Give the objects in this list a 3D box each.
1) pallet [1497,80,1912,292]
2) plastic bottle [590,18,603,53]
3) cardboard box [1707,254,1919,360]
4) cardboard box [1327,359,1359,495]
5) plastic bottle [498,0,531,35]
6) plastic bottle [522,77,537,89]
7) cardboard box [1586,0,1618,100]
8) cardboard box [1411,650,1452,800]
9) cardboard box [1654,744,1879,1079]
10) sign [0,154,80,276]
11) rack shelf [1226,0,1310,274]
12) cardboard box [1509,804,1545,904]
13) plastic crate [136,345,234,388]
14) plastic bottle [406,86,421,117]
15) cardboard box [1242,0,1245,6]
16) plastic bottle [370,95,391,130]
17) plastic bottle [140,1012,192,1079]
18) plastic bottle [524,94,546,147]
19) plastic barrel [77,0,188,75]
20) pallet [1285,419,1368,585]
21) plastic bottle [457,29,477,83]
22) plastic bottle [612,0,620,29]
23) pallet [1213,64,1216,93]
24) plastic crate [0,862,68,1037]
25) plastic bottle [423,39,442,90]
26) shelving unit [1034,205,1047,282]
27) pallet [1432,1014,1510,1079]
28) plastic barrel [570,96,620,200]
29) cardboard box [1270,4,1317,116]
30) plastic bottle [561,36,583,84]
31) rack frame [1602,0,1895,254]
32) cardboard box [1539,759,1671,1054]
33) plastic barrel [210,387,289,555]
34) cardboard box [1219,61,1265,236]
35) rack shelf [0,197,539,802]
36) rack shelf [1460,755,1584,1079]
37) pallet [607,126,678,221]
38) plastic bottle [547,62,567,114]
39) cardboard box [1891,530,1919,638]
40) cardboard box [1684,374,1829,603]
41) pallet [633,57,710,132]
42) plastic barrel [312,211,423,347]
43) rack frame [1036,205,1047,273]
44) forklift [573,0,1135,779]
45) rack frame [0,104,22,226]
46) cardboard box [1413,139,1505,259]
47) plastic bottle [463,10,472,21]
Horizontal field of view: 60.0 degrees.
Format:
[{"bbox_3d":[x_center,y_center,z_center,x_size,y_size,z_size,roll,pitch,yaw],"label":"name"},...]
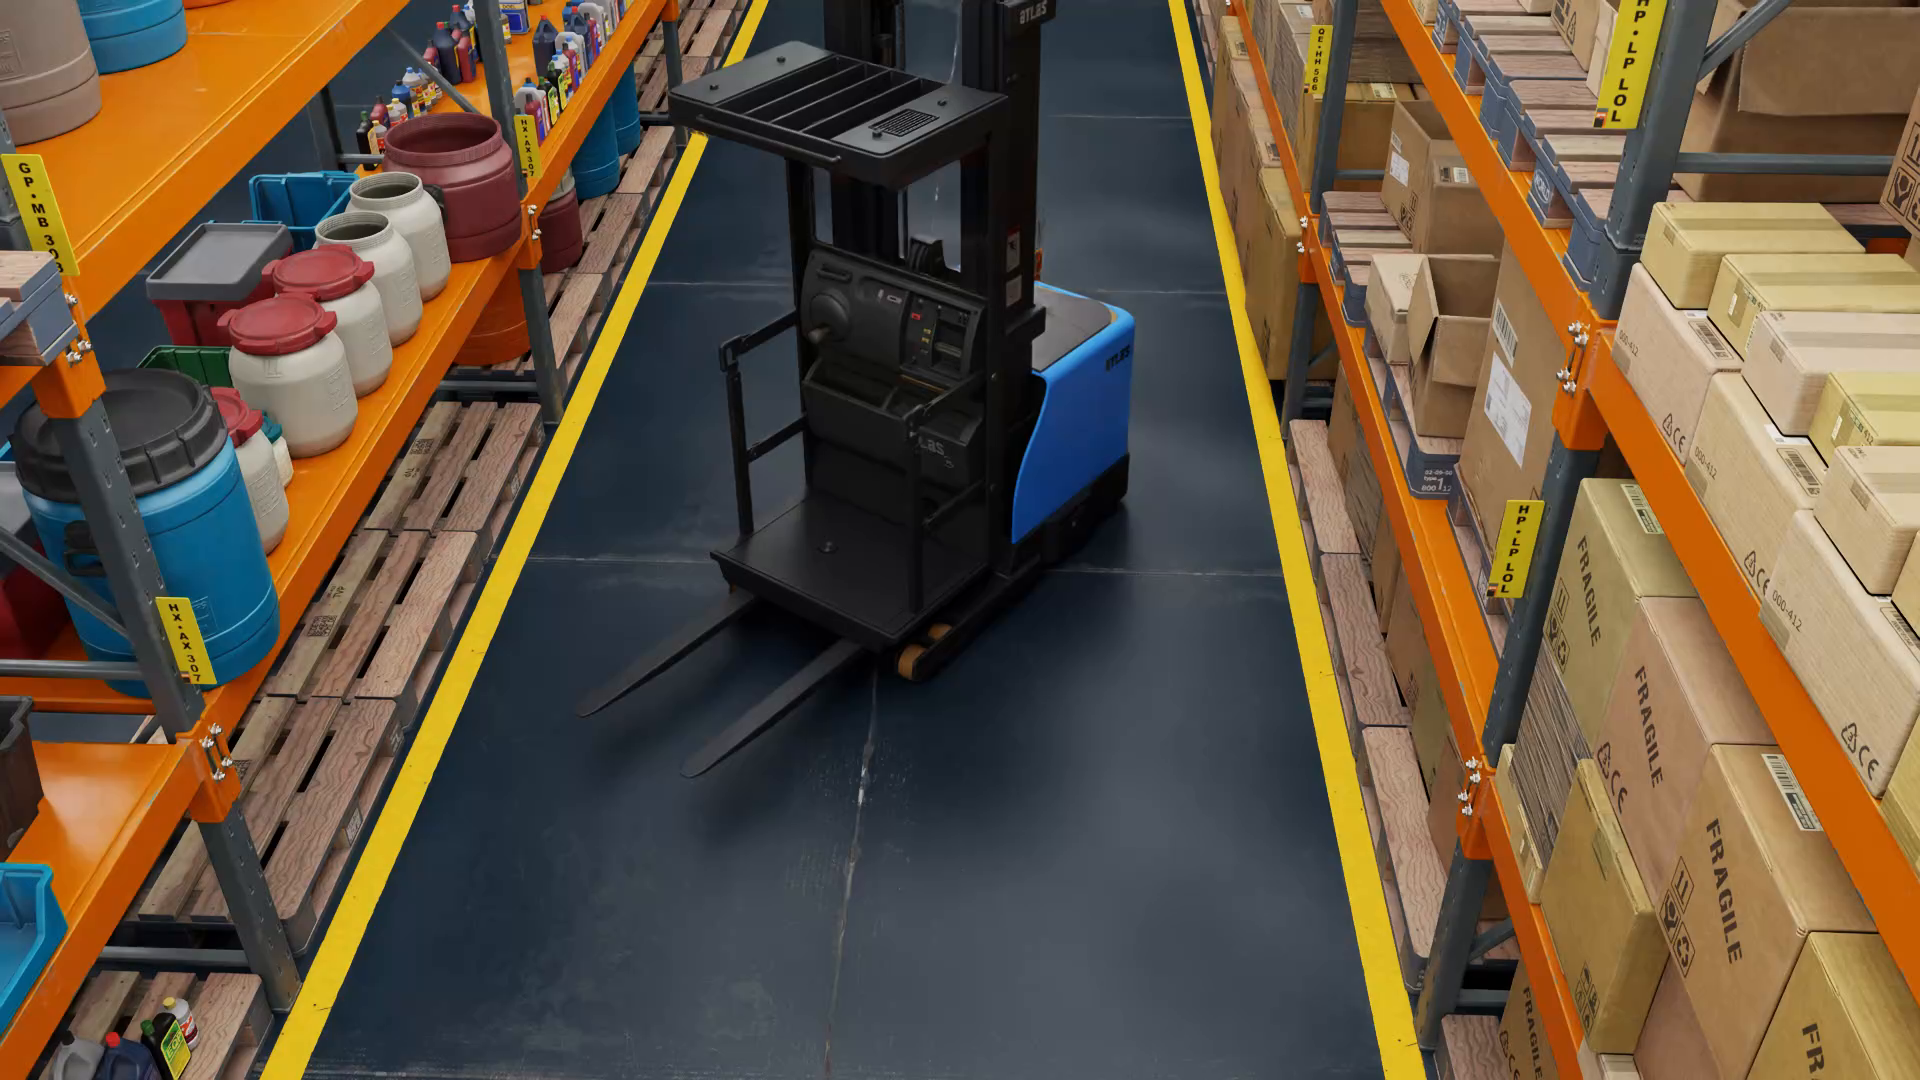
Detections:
[{"bbox_3d":[2.219,-0.991,4.606,1.213,0.211,1.003,1,35,2],"label":"pallet"},{"bbox_3d":[-2.260,-3.106,10.234,0.097,0.201,0.097,0,35,0],"label":"plastic bottle"},{"bbox_3d":[1.824,-0.483,3.504,0.380,0.149,0.250,0,35,0],"label":"cardboard box"},{"bbox_3d":[2.242,-0.558,8.227,0.700,0.500,0.500,0,35,-1],"label":"cardboard box"},{"bbox_3d":[-2.824,-3.356,10.524,0.152,0.276,0.135,1,35,2],"label":"plastic bottle"},{"bbox_3d":[-2.370,-2.422,9.200,0.097,0.271,0.097,0,35,0],"label":"plastic bottle"},{"bbox_3d":[2.026,-1.375,4.740,0.396,0.266,0.258,3,35,4],"label":"cardboard box"},{"bbox_3d":[2.172,0.729,6.396,0.700,0.500,0.500,1,35,2],"label":"cardboard box"},{"bbox_3d":[1.776,0.767,3.334,0.500,0.500,0.500,1,35,2],"label":"cardboard box"},{"bbox_3d":[-2.312,-0.814,4.184,0.100,0.325,0.005,1,35,2],"label":"sign"},{"bbox_3d":[2.329,-2.641,10.025,1.077,0.370,4.000,1,35,2],"label":"rack shelf"},{"bbox_3d":[1.756,0.874,4.616,0.380,0.149,0.250,1,35,2],"label":"cardboard box"},{"bbox_3d":[-3.073,-0.523,6.570,0.450,0.188,0.662,1,35,2],"label":"plastic crate"},{"bbox_3d":[-3.067,-2.428,9.269,0.097,0.201,0.097,0,35,0],"label":"plastic bottle"},{"bbox_3d":[2.141,-3.867,11.056,0.500,0.500,0.500,1,35,2],"label":"cardboard box"},{"bbox_3d":[-3.101,-2.228,8.913,0.061,0.283,0.133,1,35,2],"label":"plastic bottle"},{"bbox_3d":[-2.551,1.613,5.326,0.061,0.283,0.133,3,35,4],"label":"plastic bottle"},{"bbox_3d":[-2.301,-2.282,8.990,0.061,0.283,0.133,1,35,2],"label":"plastic bottle"},{"bbox_3d":[-3.005,-2.084,5.561,0.600,0.901,0.708,1,35,2],"label":"plastic barrel"},{"bbox_3d":[2.216,-0.197,8.346,1.003,0.211,1.213,1,35,2],"label":"pallet"},{"bbox_3d":[-2.913,-2.855,9.805,0.061,0.283,0.133,1,35,2],"label":"plastic bottle"},{"bbox_3d":[-2.268,-3.415,10.608,0.152,0.276,0.135,1,35,2],"label":"plastic bottle"},{"bbox_3d":[2.518,-3.379,12.874,1.003,0.211,1.213,1,35,2],"label":"pallet"},{"bbox_3d":[-2.634,1.100,4.205,0.499,0.251,0.616,1,35,2],"label":"plastic crate"},{"bbox_3d":[-3.065,-2.752,9.658,0.061,0.283,0.133,1,35,2],"label":"plastic bottle"},{"bbox_3d":[0.272,-1.196,8.916,0.258,1.200,0.189,8,15,11],"label":"shelving unit"},{"bbox_3d":[2.096,2.039,5.165,1.003,0.211,1.213,1,35,2],"label":"pallet"},{"bbox_3d":[-2.607,-2.793,11.075,0.600,0.901,0.708,1,35,2],"label":"plastic barrel"},{"bbox_3d":[2.064,-2.701,9.398,0.500,0.500,0.500,0,35,0],"label":"cardboard box"},{"bbox_3d":[-2.282,-2.819,9.764,0.097,0.271,0.097,0,35,0],"label":"plastic bottle"},{"bbox_3d":[2.088,-1.943,3.188,1.000,3.000,0.127,1,35,2],"label":"rack frame"},{"bbox_3d":[1.953,0.893,4.025,0.875,0.500,0.500,1,35,2],"label":"cardboard box"},{"bbox_3d":[-2.604,-0.203,5.812,0.433,0.535,0.433,0,35,0],"label":"plastic barrel"},{"bbox_3d":[2.368,-2.505,10.689,1.225,0.875,0.875,0,35,0],"label":"cardboard box"},{"bbox_3d":[-2.781,-0.457,6.918,1.077,0.370,4.000,1,35,2],"label":"rack shelf"},{"bbox_3d":[2.007,1.955,3.485,1.077,0.370,4.000,1,35,2],"label":"rack shelf"},{"bbox_3d":[-2.612,-2.616,11.788,1.003,0.211,1.213,1,35,2],"label":"pallet"},{"bbox_3d":[-2.281,-2.568,9.397,0.061,0.283,0.133,1,35,2],"label":"plastic bottle"},{"bbox_3d":[1.752,0.112,2.656,0.380,0.149,0.250,1,35,1],"label":"cardboard box"},{"bbox_3d":[1.798,-0.097,3.302,0.500,0.250,0.500,1,35,1],"label":"cardboard box"},{"bbox_3d":[-2.549,-3.481,13.020,1.003,0.211,1.213,1,35,2],"label":"pallet"},{"bbox_3d":[-2.545,-1.109,7.121,0.421,0.512,0.421,0,35,0],"label":"plastic barrel"},{"bbox_3d":[0.293,-1.217,9.003,0.240,1.200,0.006,8,15,11],"label":"rack frame"},{"bbox_3d":[-0.429,-0.893,6.971,1.130,2.935,3.031,23,41,29],"label":"forklift"},{"bbox_3d":[-2.861,-2.057,3.351,1.000,3.000,0.127,1,35,2],"label":"rack frame"},{"bbox_3d":[2.344,-1.365,7.131,0.700,0.500,0.500,6,36,9],"label":"cardboard box"},{"bbox_3d":[-3.022,-3.102,10.167,0.097,0.271,0.097,0,35,0],"label":"plastic bottle"}]
